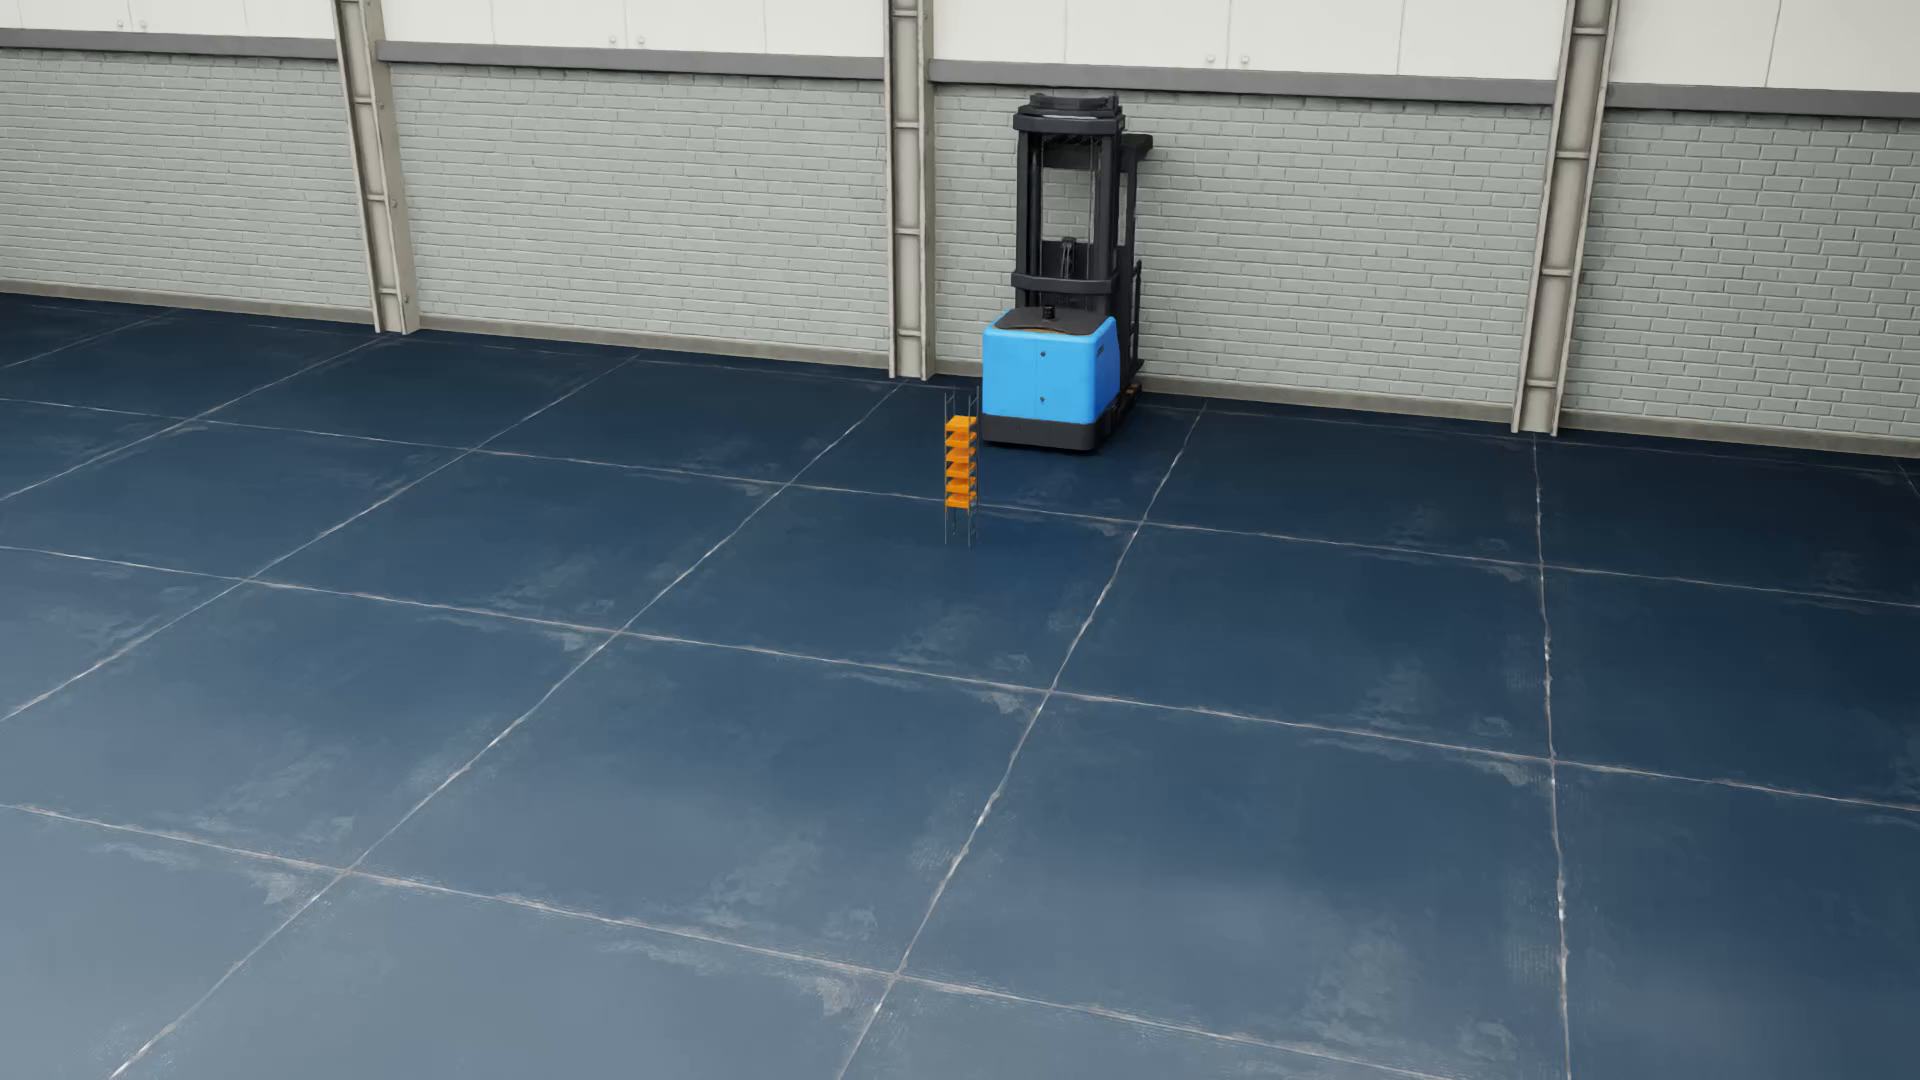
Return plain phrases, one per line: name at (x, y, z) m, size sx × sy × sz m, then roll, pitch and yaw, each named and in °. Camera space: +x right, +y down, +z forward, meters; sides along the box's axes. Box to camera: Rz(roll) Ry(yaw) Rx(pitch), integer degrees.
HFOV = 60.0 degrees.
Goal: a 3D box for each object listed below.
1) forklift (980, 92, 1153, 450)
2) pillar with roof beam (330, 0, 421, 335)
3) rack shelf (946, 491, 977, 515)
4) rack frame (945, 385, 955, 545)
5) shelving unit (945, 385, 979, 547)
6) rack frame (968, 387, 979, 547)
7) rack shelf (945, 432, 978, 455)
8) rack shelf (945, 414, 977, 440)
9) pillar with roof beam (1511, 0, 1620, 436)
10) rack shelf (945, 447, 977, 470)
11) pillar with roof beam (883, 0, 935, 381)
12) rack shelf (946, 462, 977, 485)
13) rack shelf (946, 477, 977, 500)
forklift at (1.123, -2.666, 15.408) m, size 1.130 × 2.935 × 3.031 m, roll 7°, pitch 23°, yaw 17°
pillar with roof beam at (-7.470, -4.931, 12.933) m, size 0.400 × 9.000 × 9.100 m, roll 7°, pitch 23°, yaw 16°
rack shelf at (0.014, -0.290, 12.646) m, size 0.180 × 0.103 × 0.258 m, roll 7°, pitch 23°, yaw 16°
rack frame at (-0.074, -0.564, 12.563) m, size 0.006 × 1.200 × 0.240 m, roll 7°, pitch 23°, yaw 16°
shelving unit at (0.014, -0.554, 12.538) m, size 0.189 × 1.200 × 0.258 m, roll 7°, pitch 23°, yaw 16°
rack frame at (0.101, -0.543, 12.514) m, size 0.006 × 1.200 × 0.240 m, roll 7°, pitch 23°, yaw 16°
rack shelf at (0.014, -0.734, 12.464) m, size 0.180 × 0.103 × 0.258 m, roll 7°, pitch 23°, yaw 16°
rack shelf at (0.014, -0.845, 12.419) m, size 0.180 × 0.103 × 0.258 m, roll 7°, pitch 23°, yaw 16°
pillar with roof beam at (4.019, -3.615, 9.726) m, size 0.400 × 9.000 × 9.100 m, roll 7°, pitch 23°, yaw 16°
rack shelf at (0.014, -0.623, 12.510) m, size 0.180 × 0.103 × 0.258 m, roll 7°, pitch 23°, yaw 16°
pillar with roof beam at (-1.726, -4.273, 11.330) m, size 0.400 × 9.000 × 9.100 m, roll 7°, pitch 23°, yaw 16°
rack shelf at (0.014, -0.512, 12.555) m, size 0.180 × 0.103 × 0.258 m, roll 7°, pitch 23°, yaw 16°
rack shelf at (0.014, -0.401, 12.601) m, size 0.180 × 0.103 × 0.258 m, roll 7°, pitch 23°, yaw 16°
